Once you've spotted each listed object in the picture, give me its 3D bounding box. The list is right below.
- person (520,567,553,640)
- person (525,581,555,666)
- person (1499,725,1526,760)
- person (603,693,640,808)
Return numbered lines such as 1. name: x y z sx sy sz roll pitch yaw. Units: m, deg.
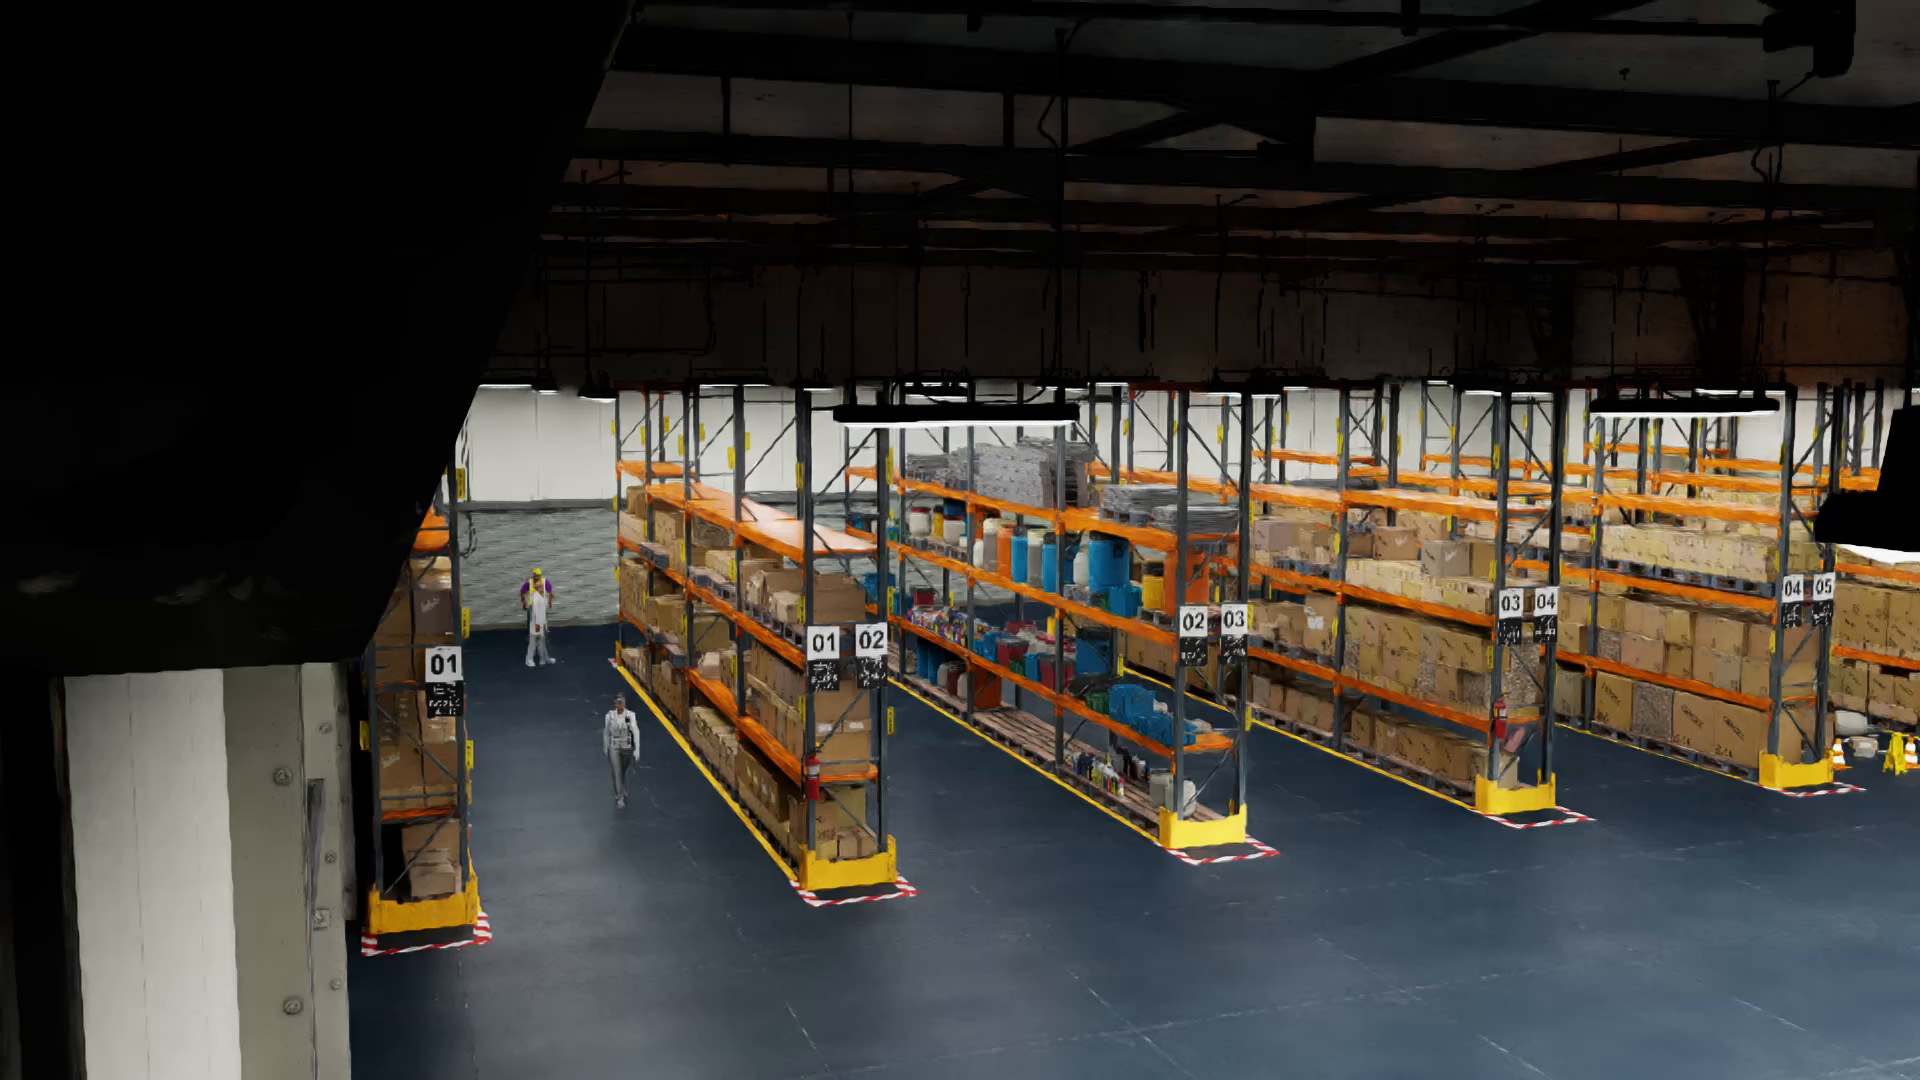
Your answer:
1. person: -9.682 1.467 38.042 0.719 1.714 0.578 -2 6 -21
2. person: -8.867 1.748 34.975 0.564 1.779 0.699 0 6 -4
3. person: 8.719 2.706 26.456 0.493 1.671 0.435 6 8 43
4. person: -4.870 2.982 23.980 0.502 1.624 0.989 -2 6 -20
